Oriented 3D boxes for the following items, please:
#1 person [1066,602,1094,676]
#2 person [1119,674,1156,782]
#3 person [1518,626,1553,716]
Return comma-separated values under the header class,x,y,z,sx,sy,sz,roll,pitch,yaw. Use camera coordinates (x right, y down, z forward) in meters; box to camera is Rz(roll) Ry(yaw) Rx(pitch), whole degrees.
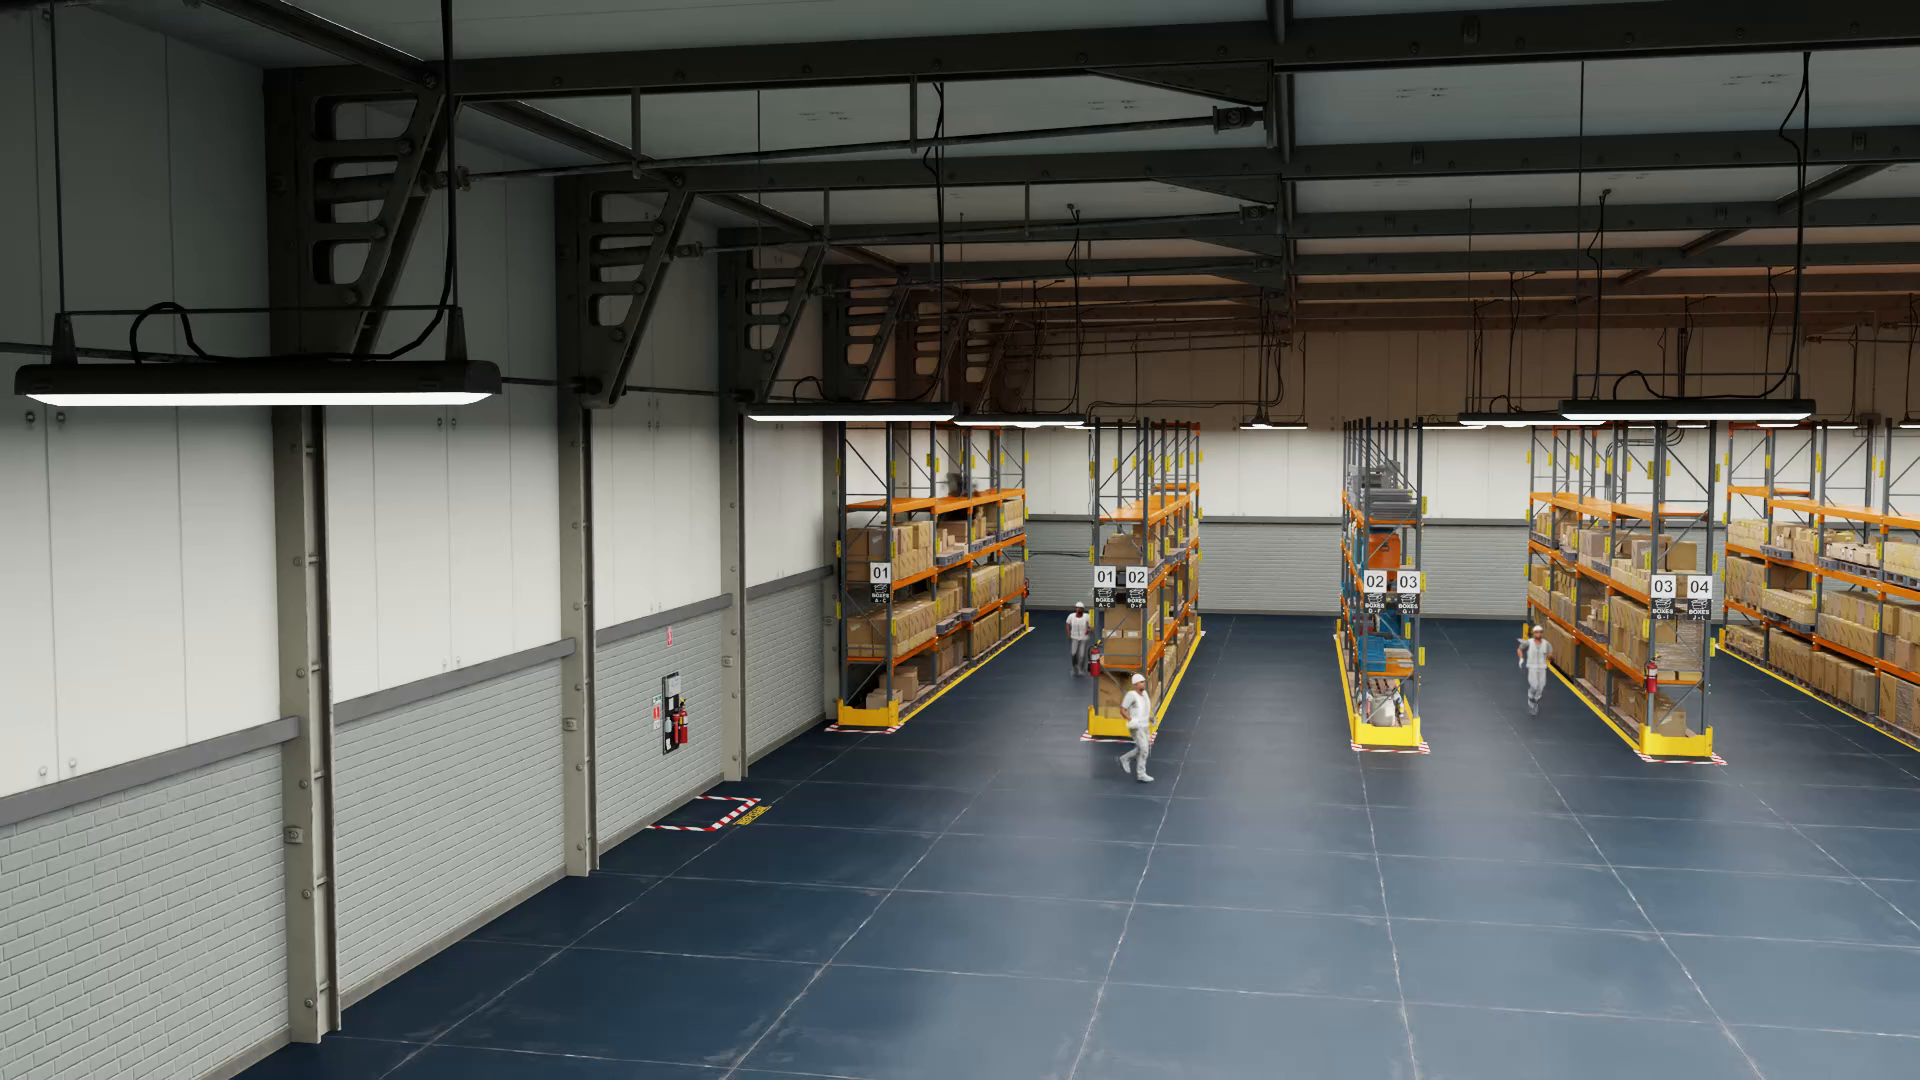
class,x,y,z,sx,sy,sz,roll,pitch,yaw
person,2.800,2.323,38.899,0.697,1.753,0.672,1,4,10
person,2.880,3.069,27.334,0.696,1.749,0.705,3,5,36
person,11.677,2.647,33.680,0.644,1.829,0.752,0,4,2
